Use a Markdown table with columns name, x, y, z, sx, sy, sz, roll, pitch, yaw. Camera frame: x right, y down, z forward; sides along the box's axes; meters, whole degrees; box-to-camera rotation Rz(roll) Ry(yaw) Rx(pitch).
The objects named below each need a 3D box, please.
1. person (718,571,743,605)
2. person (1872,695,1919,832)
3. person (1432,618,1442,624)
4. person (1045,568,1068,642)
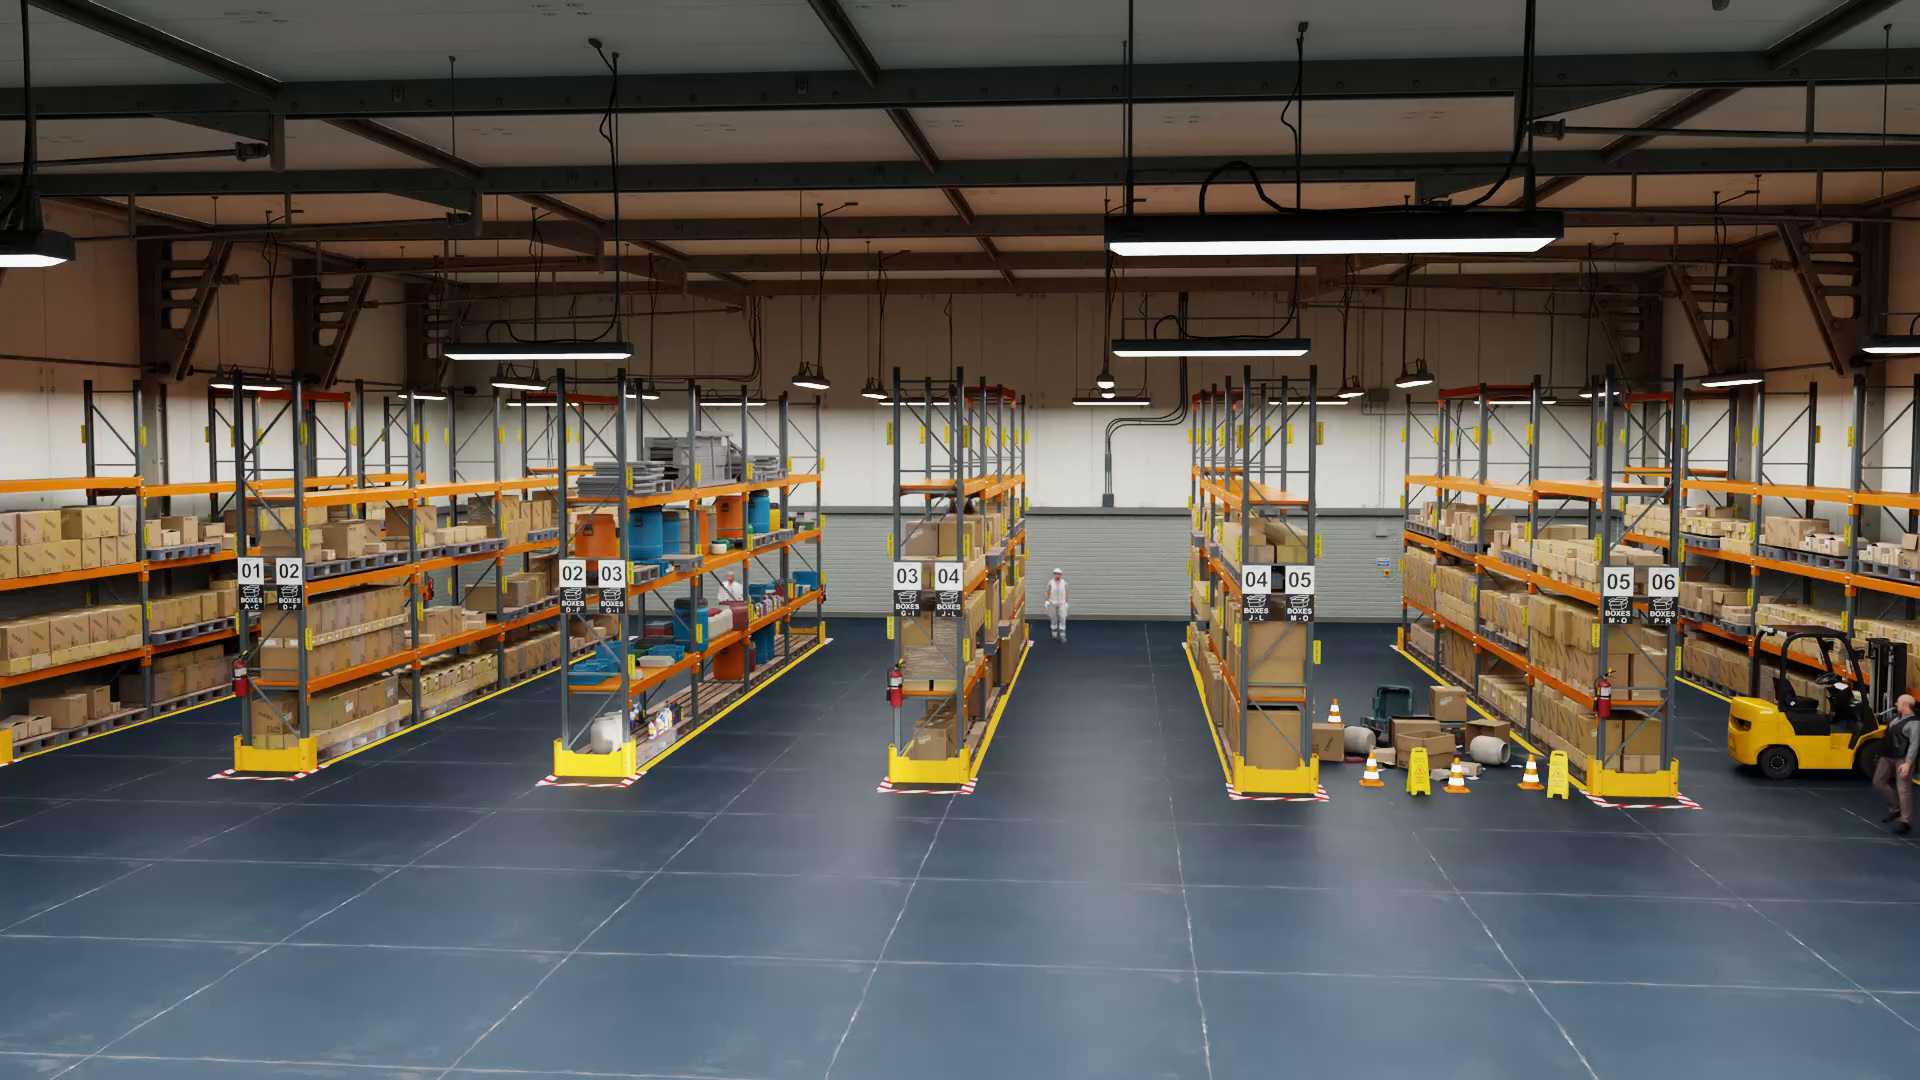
| name | x | y | z | sx | sy | sz | roll | pitch | yaw |
| --- | --- | --- | --- | --- | --- | --- | --- | --- | --- |
| person | -5.518 | 1.621 | 40.020 | 0.720 | 1.727 | 1.052 | 1 | 4 | 15 |
| person | 11.993 | 2.818 | 21.212 | 0.454 | 1.722 | 0.616 | -1 | 4 | -11 |
| person | 11.904 | 1.640 | 40.818 | 0.715 | 1.636 | 0.474 | -1 | 4 | -8 |
| person | 2.365 | 1.572 | 40.567 | 0.614 | 1.750 | 0.939 | 0 | 4 | -4 |
